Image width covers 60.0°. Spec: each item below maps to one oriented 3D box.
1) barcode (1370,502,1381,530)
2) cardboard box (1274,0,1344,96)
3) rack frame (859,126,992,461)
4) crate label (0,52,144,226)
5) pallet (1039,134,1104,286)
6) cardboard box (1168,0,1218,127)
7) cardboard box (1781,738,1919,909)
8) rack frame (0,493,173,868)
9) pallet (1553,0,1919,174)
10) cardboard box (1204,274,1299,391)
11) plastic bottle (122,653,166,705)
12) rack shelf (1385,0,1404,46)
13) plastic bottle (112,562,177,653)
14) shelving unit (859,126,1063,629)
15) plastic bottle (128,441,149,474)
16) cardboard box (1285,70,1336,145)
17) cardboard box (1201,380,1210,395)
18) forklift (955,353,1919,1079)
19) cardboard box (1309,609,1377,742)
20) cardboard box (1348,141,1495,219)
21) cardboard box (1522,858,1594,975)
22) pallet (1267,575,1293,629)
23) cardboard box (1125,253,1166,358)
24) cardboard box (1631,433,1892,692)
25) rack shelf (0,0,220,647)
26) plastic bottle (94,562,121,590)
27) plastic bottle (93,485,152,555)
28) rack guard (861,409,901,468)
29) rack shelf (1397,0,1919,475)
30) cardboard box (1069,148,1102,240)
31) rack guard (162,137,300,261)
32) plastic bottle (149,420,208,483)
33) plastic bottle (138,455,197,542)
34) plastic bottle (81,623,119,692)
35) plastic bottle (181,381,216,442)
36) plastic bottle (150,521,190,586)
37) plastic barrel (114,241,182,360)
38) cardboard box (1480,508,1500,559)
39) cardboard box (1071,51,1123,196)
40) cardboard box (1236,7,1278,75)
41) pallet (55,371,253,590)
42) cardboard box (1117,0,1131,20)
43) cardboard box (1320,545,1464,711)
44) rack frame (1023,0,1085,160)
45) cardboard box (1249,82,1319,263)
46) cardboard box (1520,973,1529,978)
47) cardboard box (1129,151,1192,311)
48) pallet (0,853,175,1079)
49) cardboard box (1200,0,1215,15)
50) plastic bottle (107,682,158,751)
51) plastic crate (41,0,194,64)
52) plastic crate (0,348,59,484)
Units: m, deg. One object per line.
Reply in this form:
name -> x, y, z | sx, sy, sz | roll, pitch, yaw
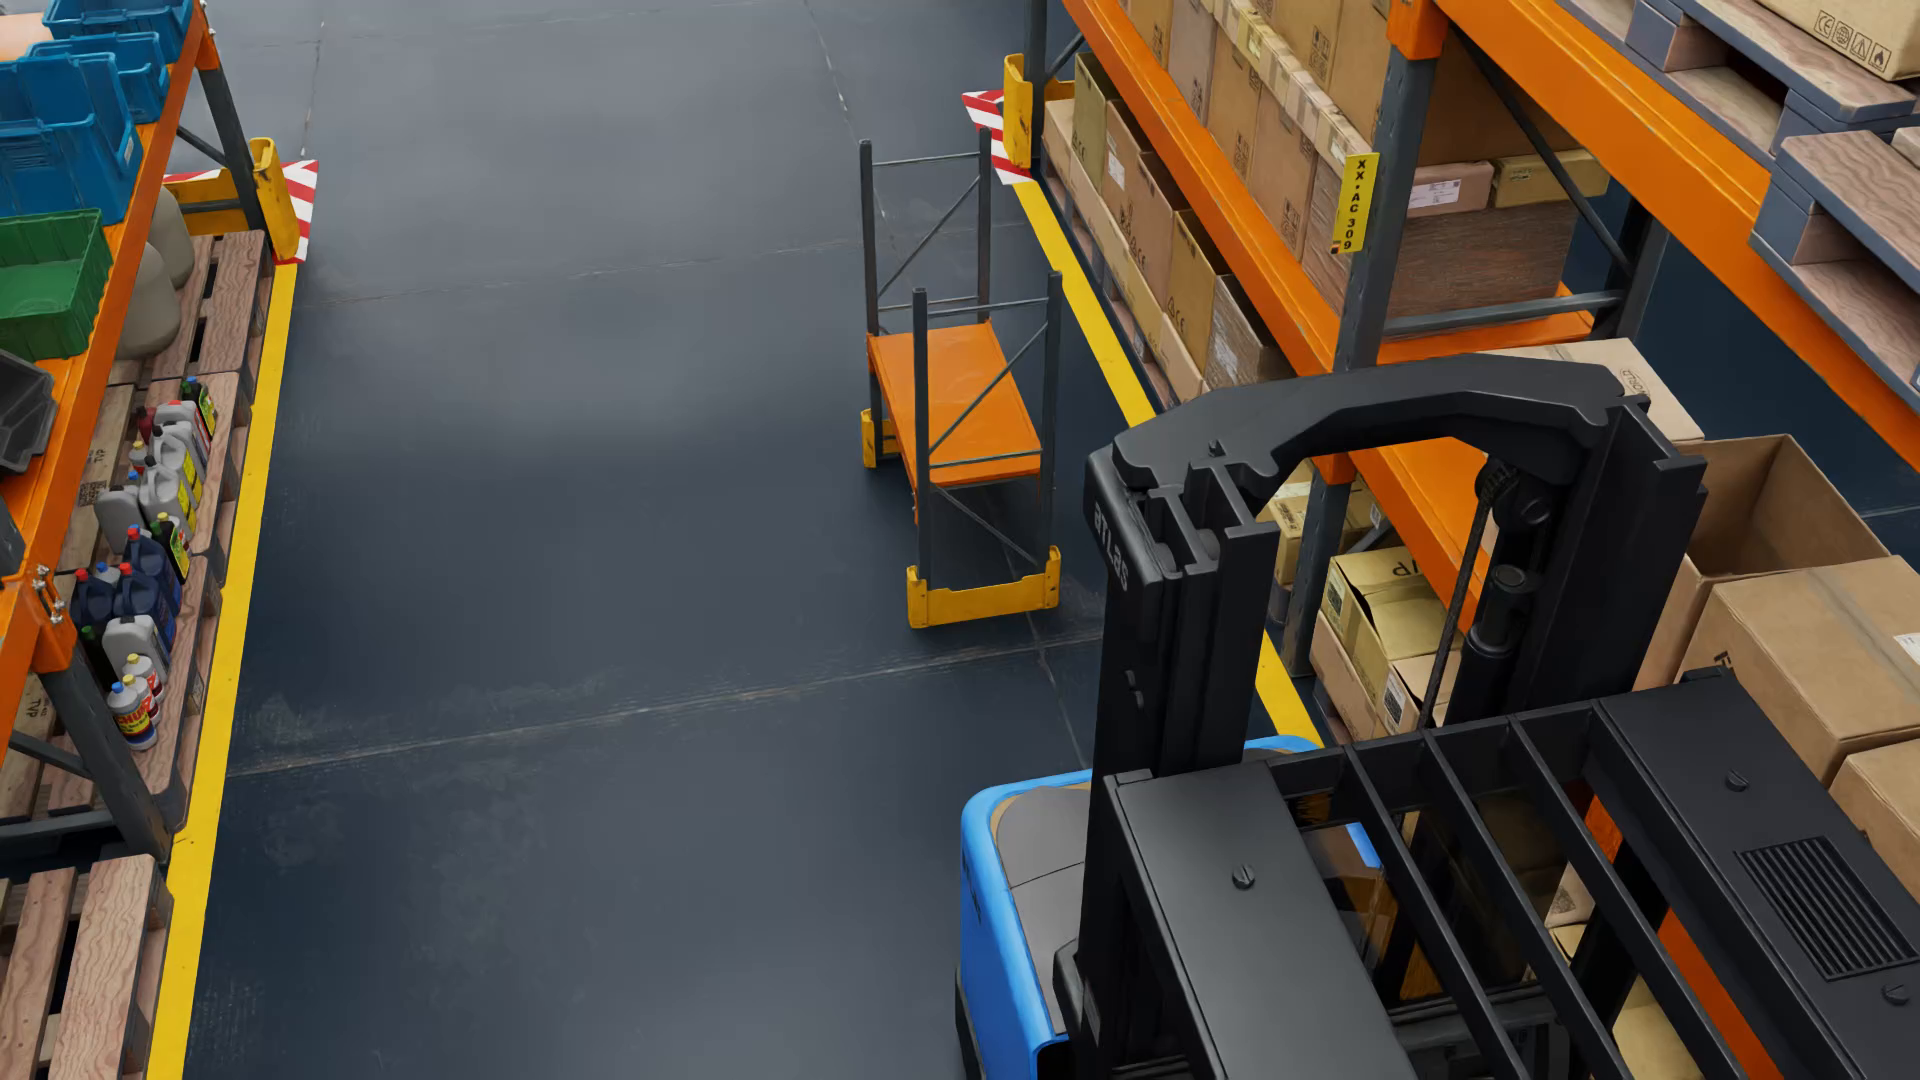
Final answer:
barcode -> 1.350, -0.078, 5.407 | 0.001, 0.075, 0.075 | -8, 42, -9
cardboard box -> 1.490, -1.851, 5.524 | 0.700, 0.500, 0.500 | -8, 42, -9
rack frame -> -0.128, -0.946, 6.686 | 0.500, 1.500, 0.032 | -8, 42, -9
crate label -> -3.338, -1.459, 6.108 | 0.502, 0.435, 0.616 | -8, 42, -9
pallet -> 1.044, -1.775, 8.590 | 1.003, 0.211, 1.213 | -8, 42, -9
cardboard box -> 1.264, -2.037, 6.710 | 0.700, 0.500, 0.500 | -7, 42, -8
cardboard box -> 2.187, 0.755, 3.564 | 0.500, 0.500, 0.500 | -10, 43, -12
rack frame -> -3.136, -0.007, 4.499 | 1.000, 3.000, 0.127 | -8, 42, -9
pallet -> 1.905, -1.195, 3.721 | 0.805, 0.209, 1.217 | -10, 43, -11
cardboard box -> 1.292, -0.719, 6.490 | 0.500, 0.500, 0.500 | -8, 42, -9
plastic bottle -> -2.820, 0.473, 5.734 | 0.097, 0.201, 0.097 | 0, 42, 0
rack shelf -> 1.270, -2.864, 5.999 | 1.077, 0.370, 4.000 | -8, 42, -9
plastic bottle -> -2.905, 0.236, 5.888 | 0.144, 0.351, 0.185 | -7, 42, -8
shelving unit -> -0.016, -0.610, 6.308 | 0.587, 1.500, 1.083 | -8, 42, -9
plastic bottle -> -3.235, -0.303, 6.609 | 0.097, 0.201, 0.097 | 0, 42, 0
cardboard box -> 1.324, -1.470, 5.583 | 0.380, 0.149, 0.250 | -10, 42, -11
cardboard box -> 1.290, -0.438, 6.739 | 0.500, 0.250, 0.500 | -8, 42, -9
forklift -> 0.818, 1.252, 3.132 | 1.130, 2.935, 3.031 | -9, 42, -10
cardboard box -> 1.547, 0.454, 5.734 | 0.500, 0.250, 0.500 | -9, 42, -10
cardboard box -> 1.434, -1.140, 5.211 | 0.380, 0.149, 0.250 | -8, 42, -9
cardboard box -> 1.764, 0.911, 4.797 | 0.500, 0.311, 0.500 | -10, 43, -11
pallet -> 1.571, -0.193, 6.809 | 1.003, 0.211, 1.213 | -8, 42, -9
cardboard box -> 1.059, -1.084, 7.467 | 0.500, 0.250, 0.500 | -8, 42, -9
cardboard box -> 1.965, 0.090, 4.314 | 0.500, 0.500, 0.500 | -6, 42, -6
rack shelf -> -3.567, -1.035, 6.198 | 1.077, 0.370, 4.000 | -8, 42, -9
plastic bottle -> -3.054, 0.189, 6.001 | 0.097, 0.271, 0.097 | 0, 42, 0
plastic bottle -> -3.176, -0.096, 6.319 | 0.152, 0.276, 0.135 | -8, 42, -9
rack guard -> -0.124, -0.466, 7.086 | 0.587, 0.250, 0.087 | -8, 42, -9
rack shelf -> 2.134, -0.271, 3.078 | 1.077, 0.370, 4.000 | -8, 42, -9
cardboard box -> 0.849, -1.733, 8.198 | 0.500, 0.250, 0.500 | -8, 42, -9
rack guard -> -3.937, -1.623, 8.202 | 1.175, 0.500, 0.348 | -8, 42, -9
plastic bottle -> -3.117, -0.361, 6.618 | 0.152, 0.276, 0.135 | -9, 42, -10
plastic bottle -> -3.037, -0.162, 6.337 | 0.144, 0.351, 0.185 | -9, 42, -10
plastic bottle -> -2.977, 0.385, 5.772 | 0.061, 0.283, 0.133 | -8, 42, -9
plastic bottle -> -3.131, -0.548, 6.823 | 0.061, 0.283, 0.133 | -7, 42, -8
plastic bottle -> -2.940, 0.026, 6.176 | 0.061, 0.283, 0.133 | -7, 42, -7
plastic barrel -> -3.674, -1.086, 7.272 | 0.421, 0.512, 0.421 | 0, 42, 0
cardboard box -> 1.693, -0.017, 4.699 | 0.380, 0.149, 0.250 | -8, 42, -9
cardboard box -> 0.847, -2.013, 7.949 | 0.500, 0.500, 0.500 | -8, 42, -9
cardboard box -> 1.216, -1.800, 5.954 | 0.380, 0.149, 0.250 | -9, 42, -9
pallet -> -3.507, -0.198, 6.814 | 1.003, 0.211, 1.213 | -8, 42, -9
cardboard box -> 1.045, -2.701, 7.458 | 0.700, 0.500, 0.500 | -7, 42, -8
cardboard box -> 1.548, 0.250, 5.541 | 0.500, 0.311, 0.500 | -8, 42, -9
rack frame -> 0.838, -3.308, 8.217 | 1.000, 3.000, 0.127 | -8, 42, -9
cardboard box -> 1.480, -1.380, 5.970 | 0.700, 0.500, 0.500 | -9, 42, -10
cardboard box -> 1.771, 1.120, 4.983 | 0.500, 0.250, 0.500 | -10, 42, -11
cardboard box -> 1.058, -1.365, 7.218 | 0.500, 0.500, 0.500 | -8, 42, -9
pallet -> -2.928, 1.539, 4.857 | 1.003, 0.211, 1.213 | -8, 42, -9
cardboard box -> 1.101, -2.135, 6.332 | 0.380, 0.149, 0.250 | -7, 42, -8
plastic bottle -> -2.776, 0.579, 5.562 | 0.097, 0.271, 0.097 | 0, 42, 0
plastic crate -> -3.599, -2.263, 7.152 | 0.499, 0.251, 0.616 | -8, 42, -9
plastic crate -> -3.124, -0.342, 4.922 | 0.767, 0.338, 0.504 | -8, 42, -9
